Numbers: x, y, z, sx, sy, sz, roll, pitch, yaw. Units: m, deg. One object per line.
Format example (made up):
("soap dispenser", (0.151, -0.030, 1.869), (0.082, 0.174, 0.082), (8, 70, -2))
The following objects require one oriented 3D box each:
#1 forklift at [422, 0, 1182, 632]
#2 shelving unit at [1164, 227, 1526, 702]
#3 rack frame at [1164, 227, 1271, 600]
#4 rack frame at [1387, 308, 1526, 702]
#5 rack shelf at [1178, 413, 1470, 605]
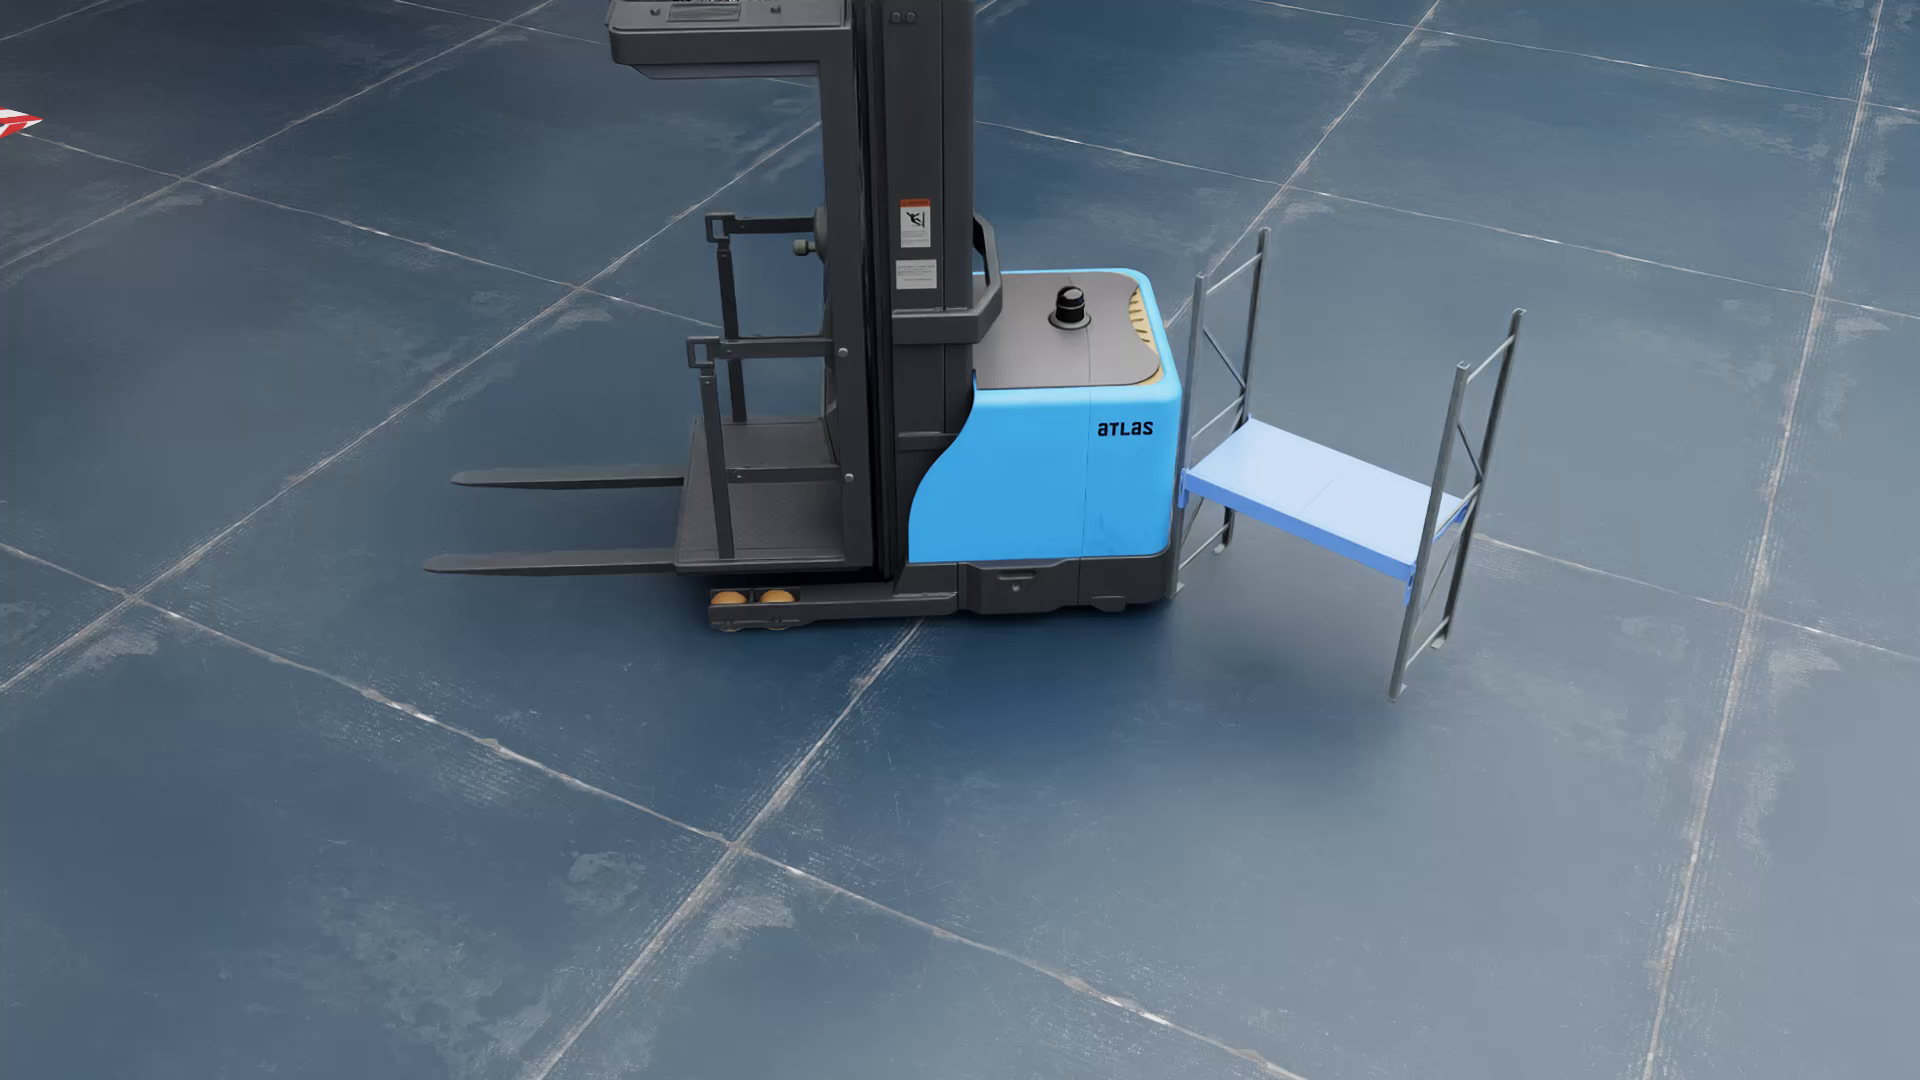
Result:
("forklift", (-0.683, -1.123, 6.305), (3.031, 2.935, 1.130), (-2, 37, -2))
("shelving unit", (1.419, -0.284, 6.384), (1.048, 1.500, 0.538), (25, 44, 29))
("rack frame", (1.019, -0.474, 6.634), (0.032, 1.500, 0.500), (25, 44, 29))
("rack frame", (1.819, -0.095, 6.134), (0.032, 1.500, 0.500), (25, 44, 29))
("rack shelf", (1.419, -0.141, 6.493), (1.000, 0.185, 0.538), (25, 44, 29))
